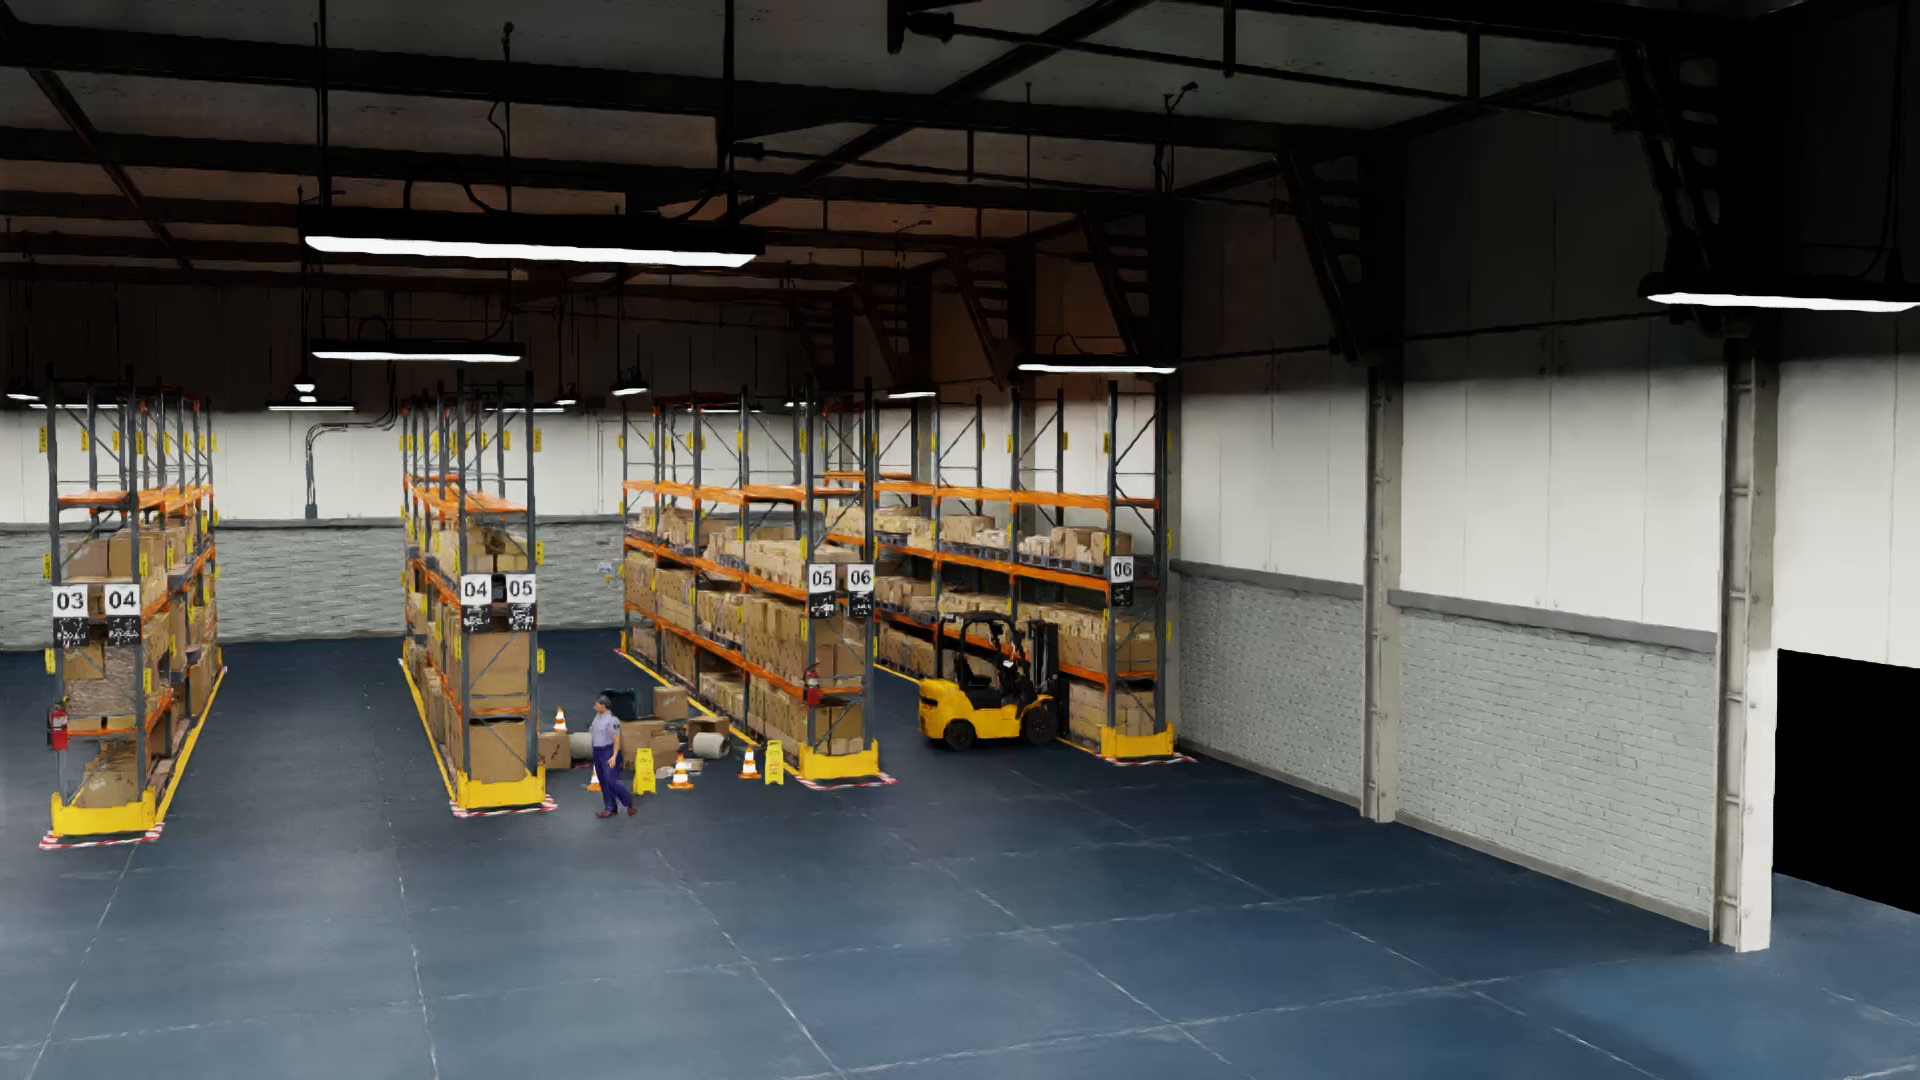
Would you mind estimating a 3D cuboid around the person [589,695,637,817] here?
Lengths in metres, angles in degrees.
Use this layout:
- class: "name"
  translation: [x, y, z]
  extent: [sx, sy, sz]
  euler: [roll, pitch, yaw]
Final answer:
- class: "person"
  translation: [-4.635, 2.881, 22.184]
  extent: [0.669, 1.648, 0.479]
  euler: [3, 5, 43]
